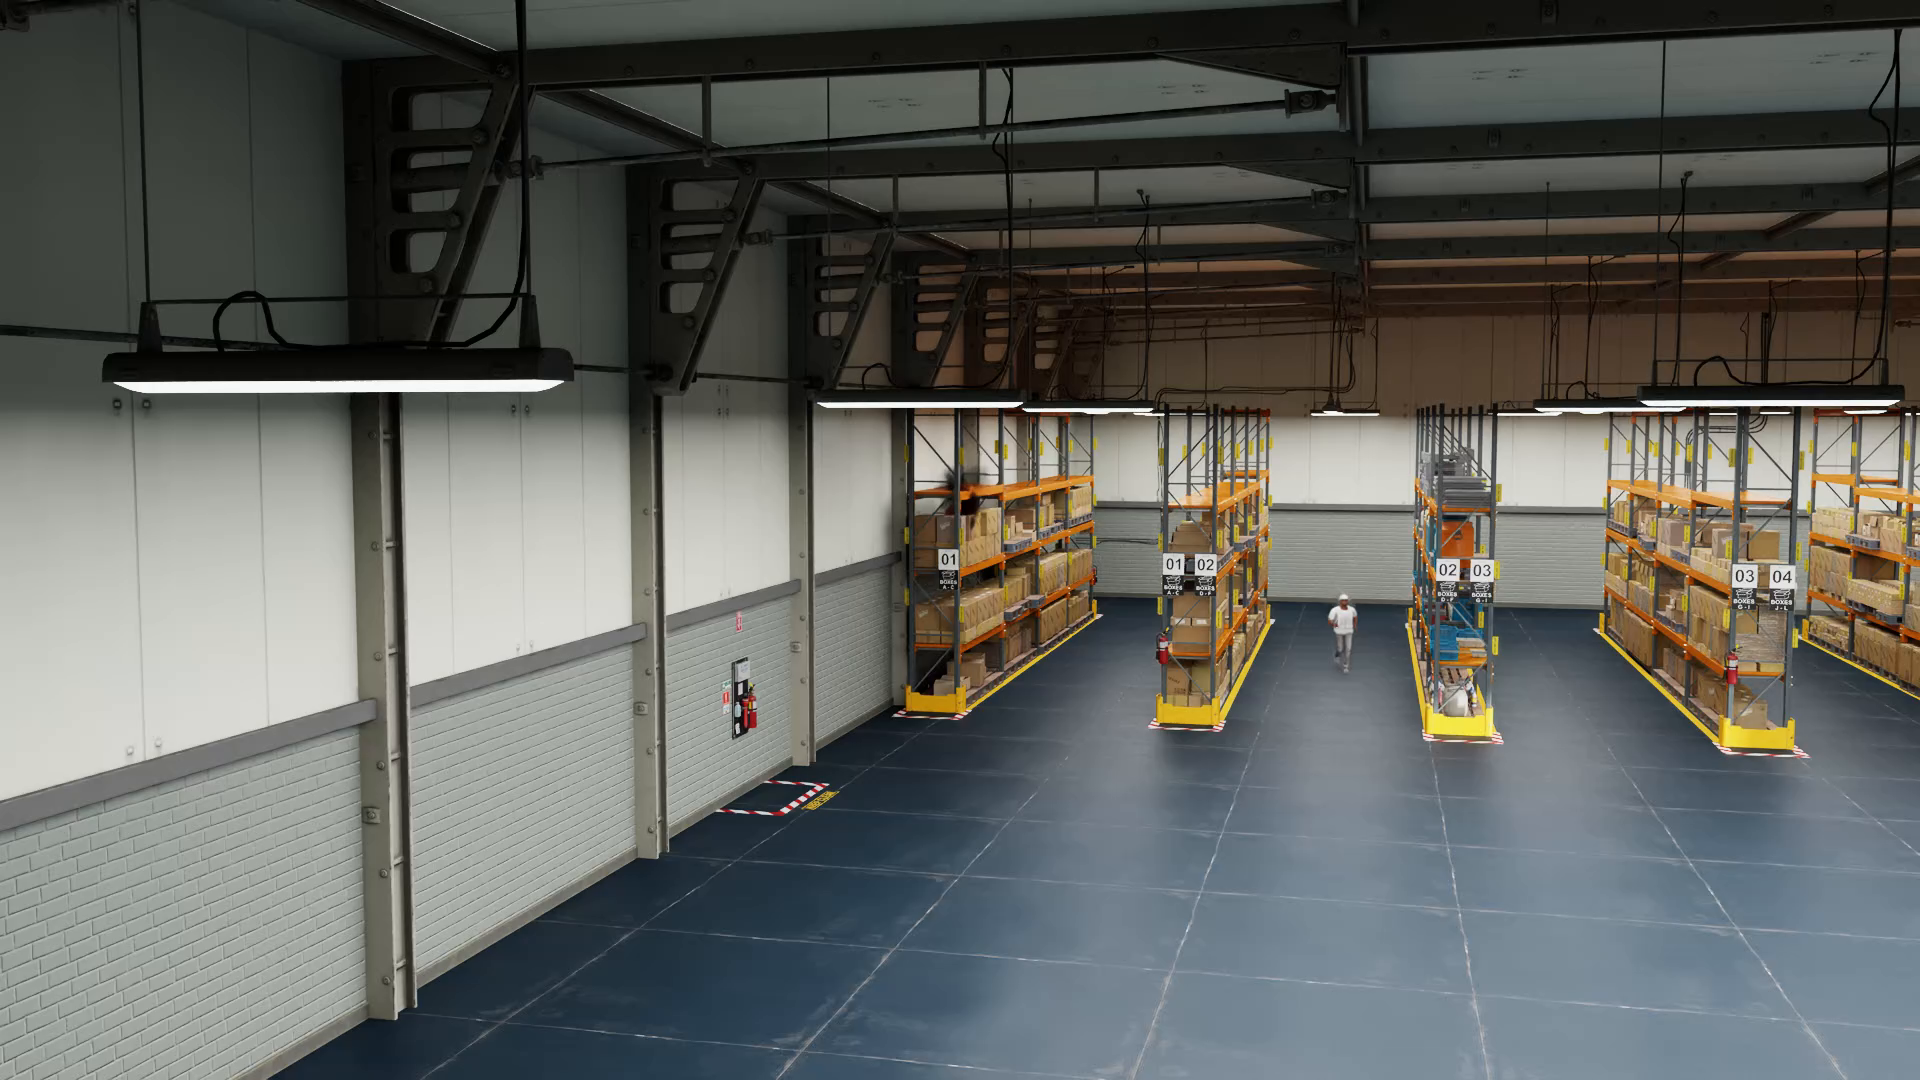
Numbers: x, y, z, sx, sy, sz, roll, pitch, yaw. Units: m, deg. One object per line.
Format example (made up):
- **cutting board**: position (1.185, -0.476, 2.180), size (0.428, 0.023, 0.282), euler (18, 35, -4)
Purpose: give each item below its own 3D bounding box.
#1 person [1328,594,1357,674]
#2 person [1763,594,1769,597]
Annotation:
- **person**: position (8.681, 2.101, 37.627), size (0.699, 1.752, 0.923), euler (0, 4, 1)
- **person**: position (20.845, 1.757, 43.430), size (0.670, 1.622, 0.530), euler (3, 5, 40)
